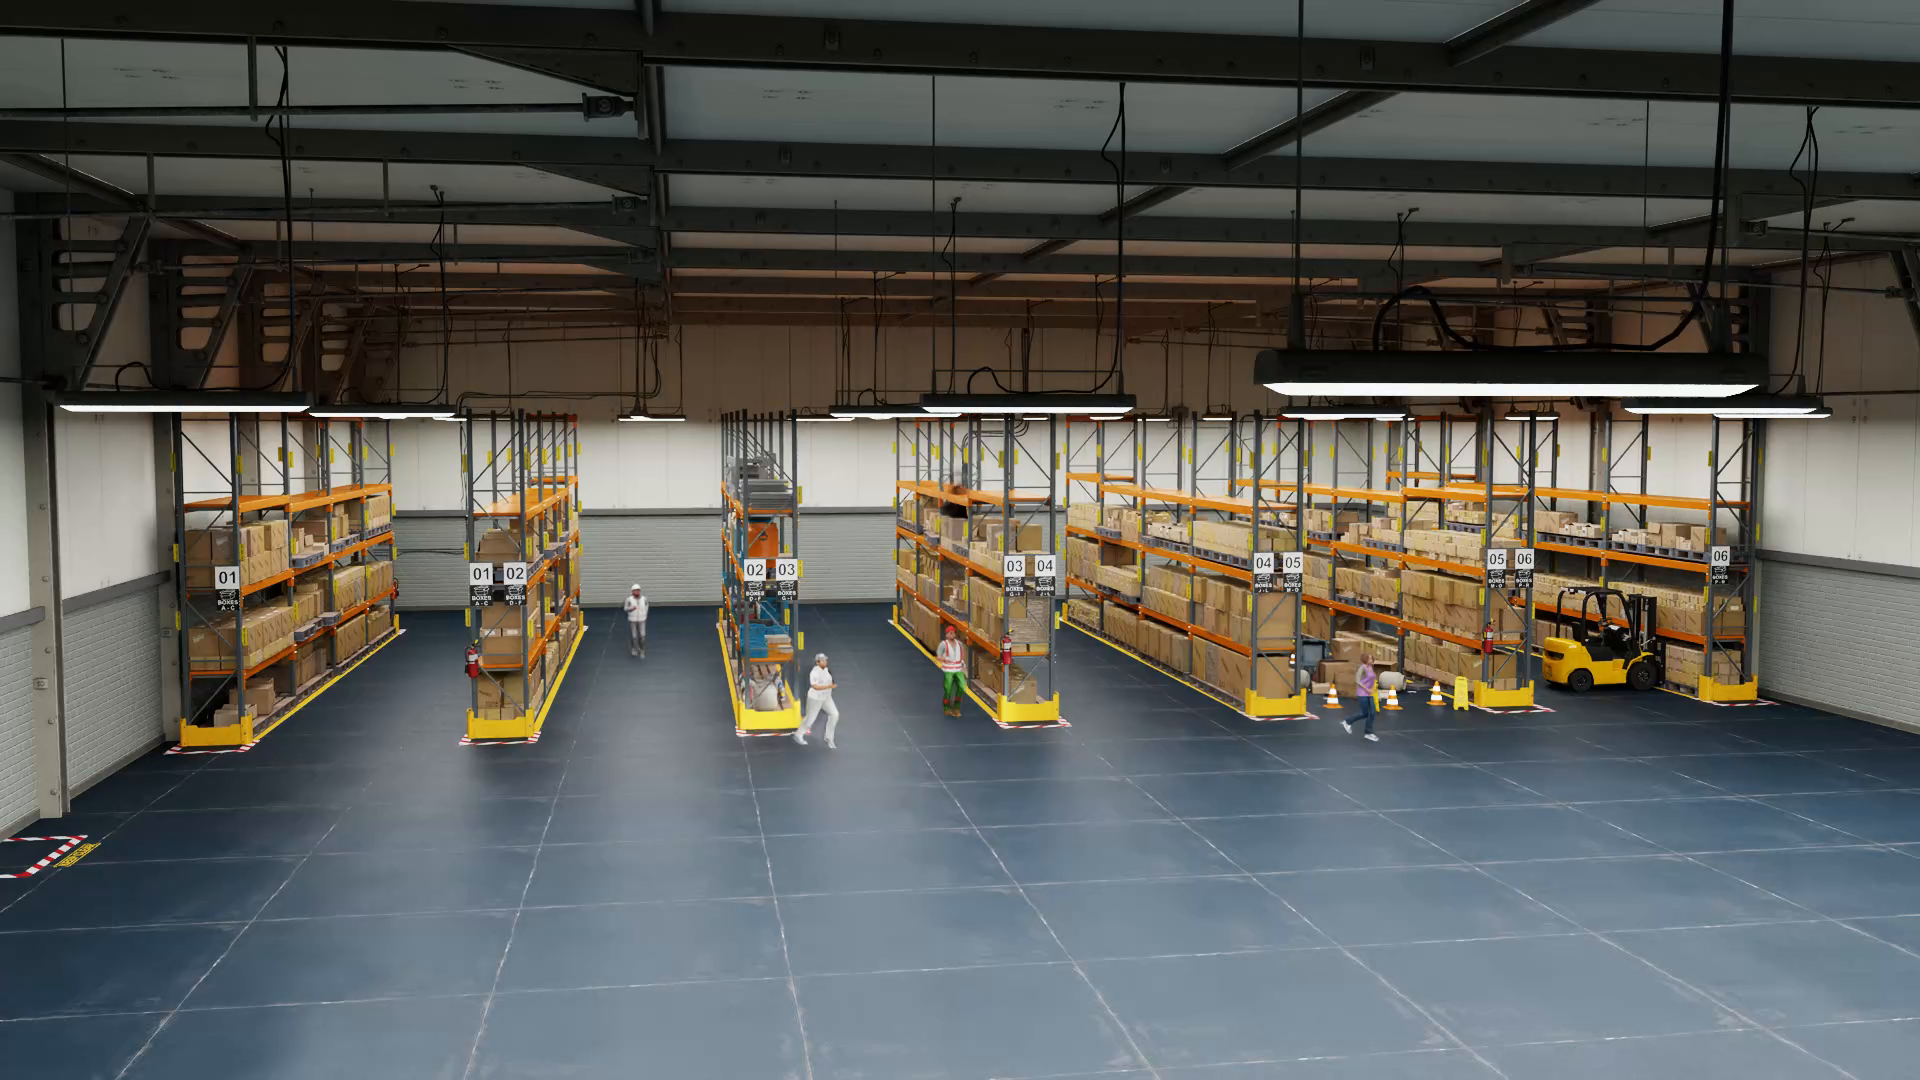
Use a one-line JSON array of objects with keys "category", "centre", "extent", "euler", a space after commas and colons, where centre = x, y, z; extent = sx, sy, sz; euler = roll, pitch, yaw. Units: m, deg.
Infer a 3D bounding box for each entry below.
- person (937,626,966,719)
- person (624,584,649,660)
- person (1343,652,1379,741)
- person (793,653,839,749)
[{"category": "person", "centre": [-0.133, 2.576, 32.352], "extent": [0.642, 1.807, 0.677], "euler": [-2, 4, -21]}, {"category": "person", "centre": [-7.894, 1.987, 40.639], "extent": [0.646, 1.809, 0.808], "euler": [-1, 4, -19]}, {"category": "person", "centre": [7.330, 2.832, 30.258], "extent": [0.680, 1.594, 0.566], "euler": [3, 5, 41]}, {"category": "person", "centre": [-2.509, 2.848, 29.444], "extent": [0.873, 1.710, 0.609], "euler": [2, 5, 31]}]
